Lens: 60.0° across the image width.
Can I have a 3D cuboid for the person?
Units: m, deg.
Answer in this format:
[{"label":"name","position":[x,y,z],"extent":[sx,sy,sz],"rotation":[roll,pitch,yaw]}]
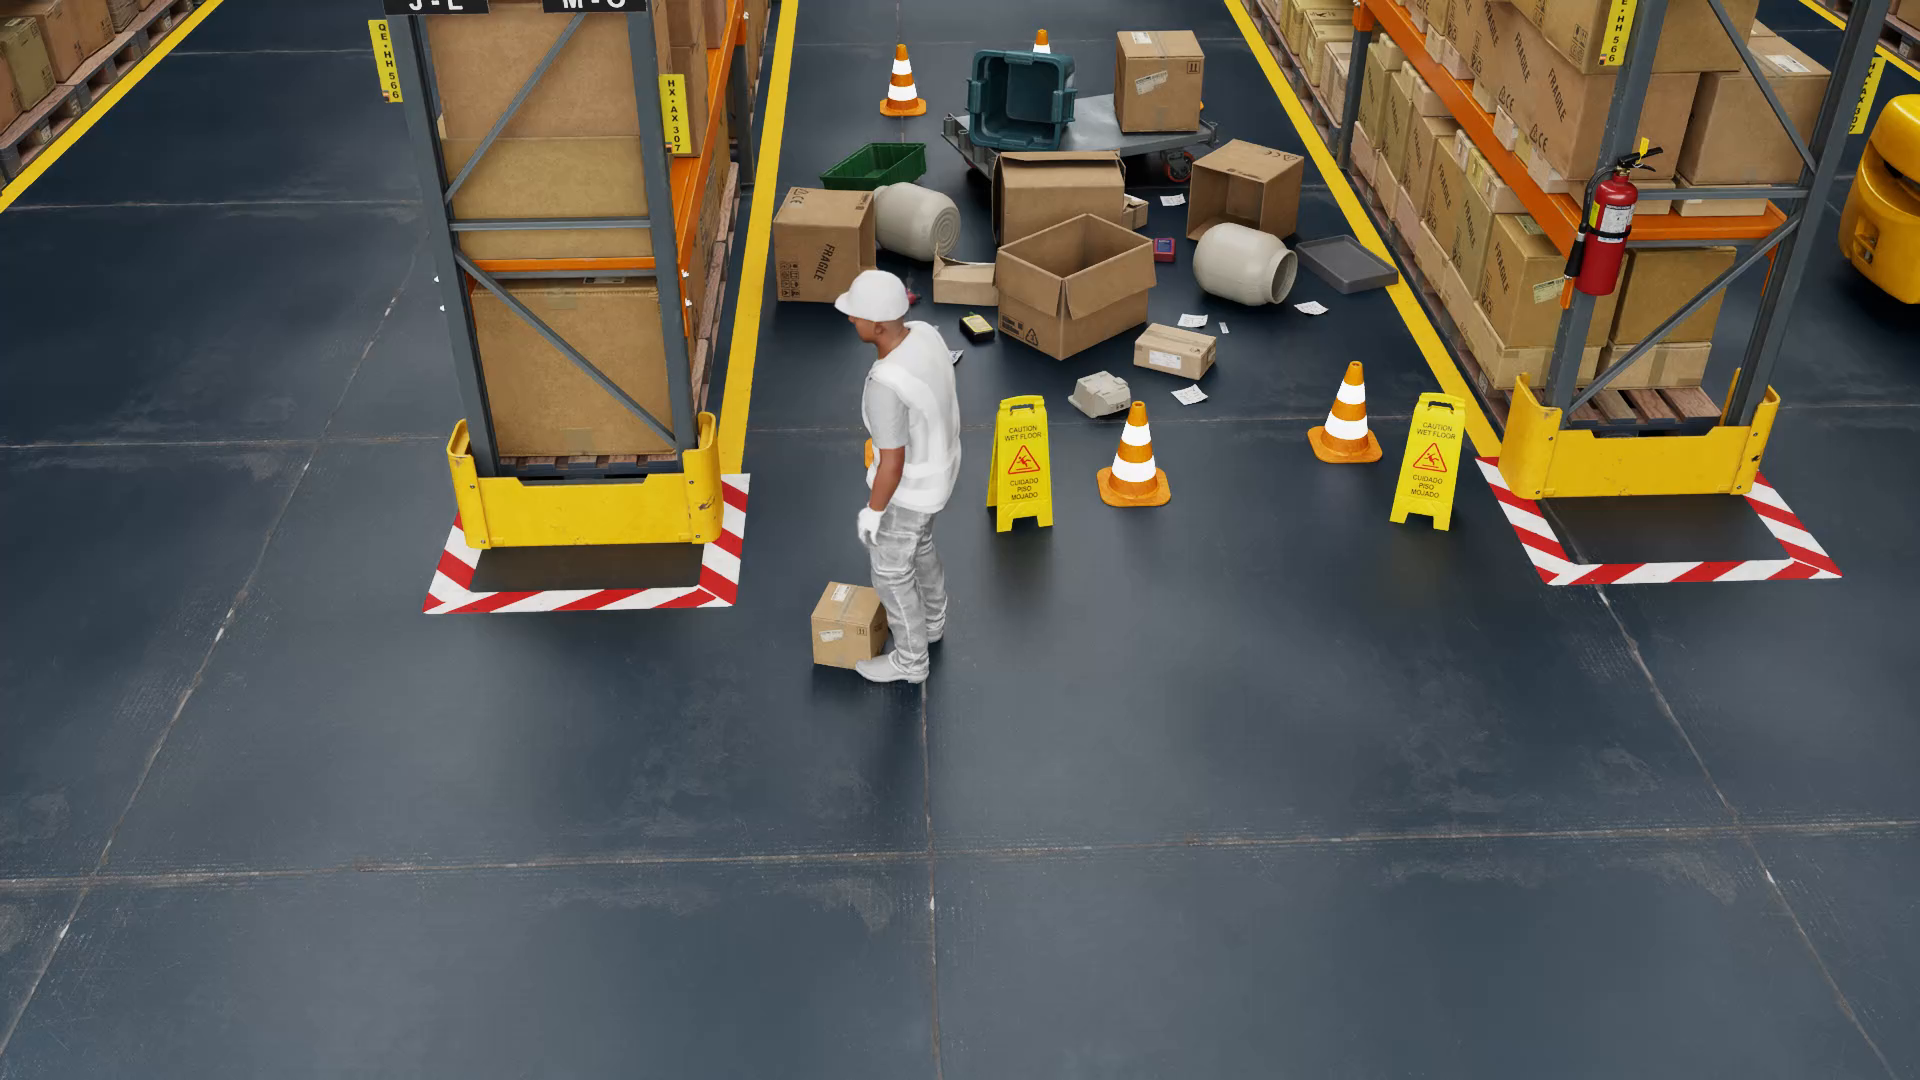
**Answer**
[{"label":"person","position":[-0.230,-0.236,6.473],"extent":[0.446,1.775,0.618],"rotation":[9,36,13]}]
